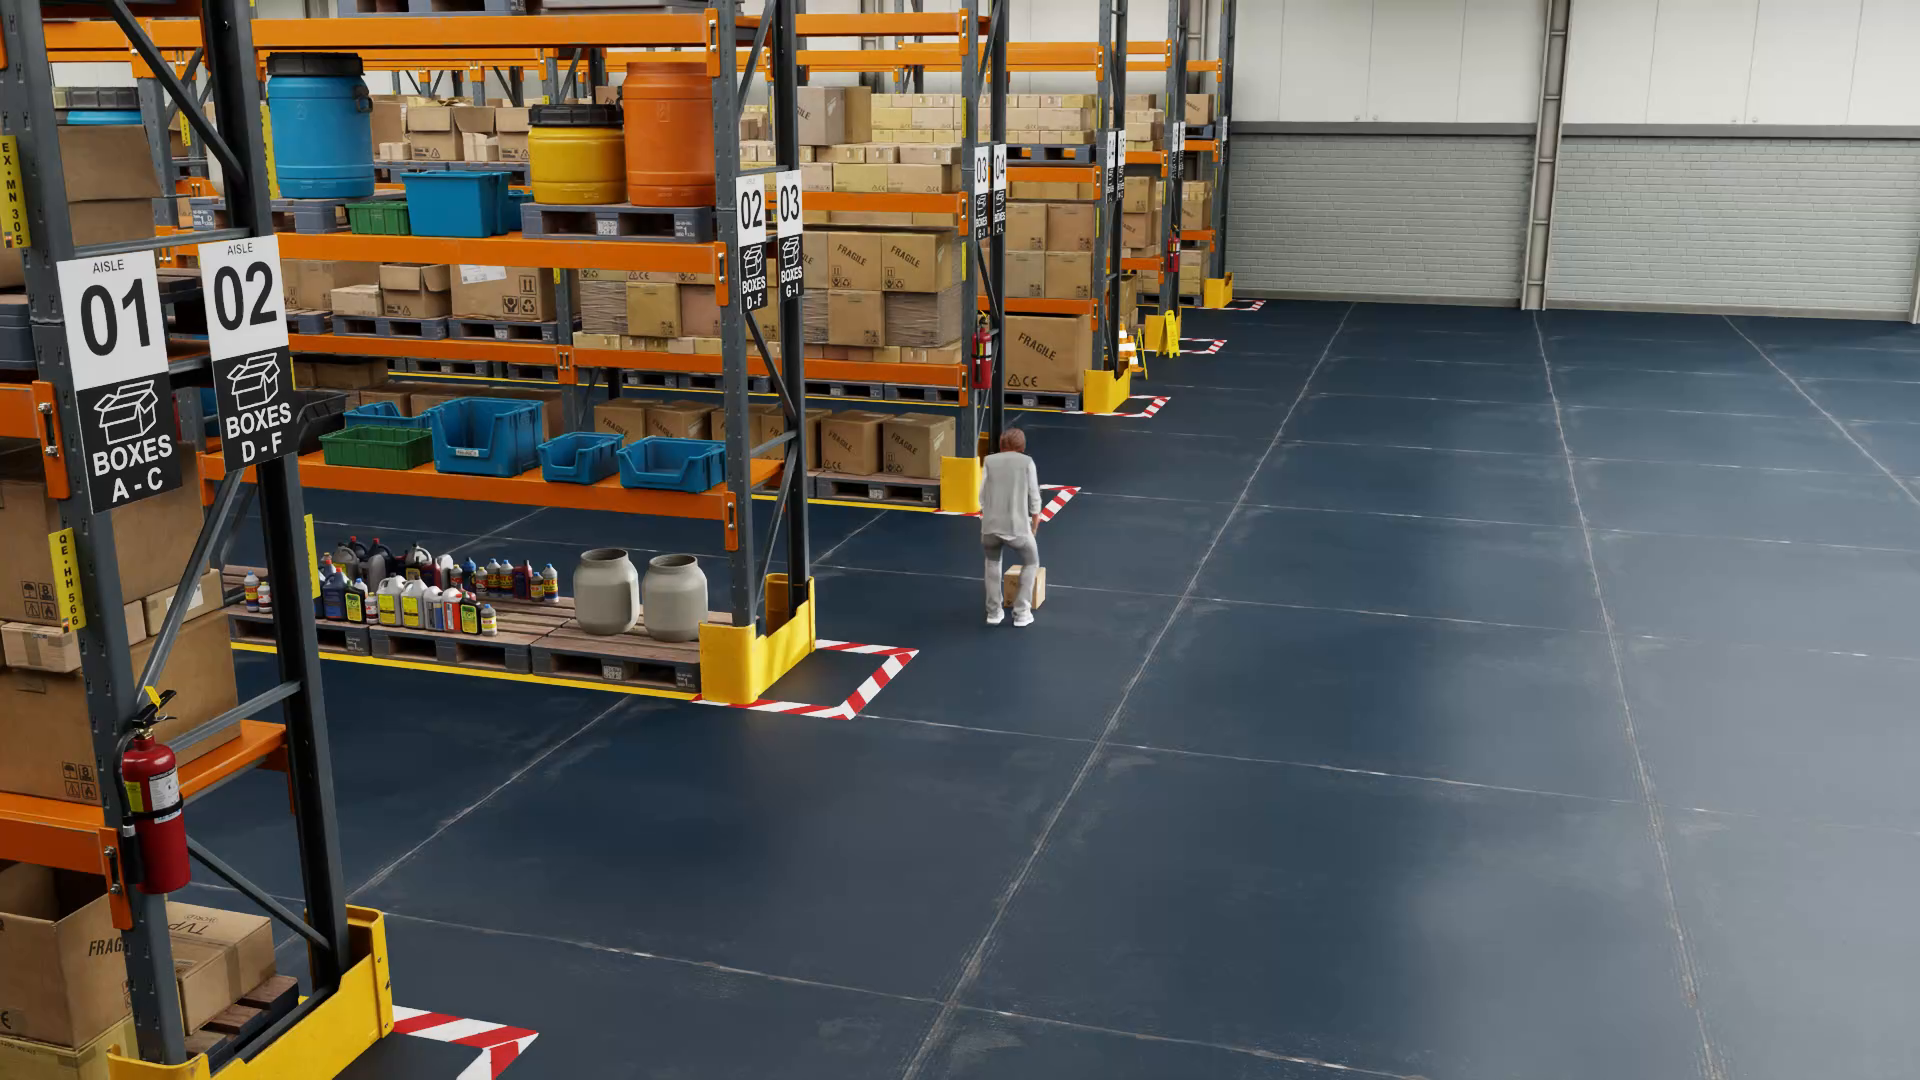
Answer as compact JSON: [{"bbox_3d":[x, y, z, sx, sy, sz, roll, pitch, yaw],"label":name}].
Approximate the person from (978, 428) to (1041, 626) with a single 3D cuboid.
[{"bbox_3d":[0.329,-0.074,11.776,0.460,1.361,0.602,5,16,16],"label":"person"}]
